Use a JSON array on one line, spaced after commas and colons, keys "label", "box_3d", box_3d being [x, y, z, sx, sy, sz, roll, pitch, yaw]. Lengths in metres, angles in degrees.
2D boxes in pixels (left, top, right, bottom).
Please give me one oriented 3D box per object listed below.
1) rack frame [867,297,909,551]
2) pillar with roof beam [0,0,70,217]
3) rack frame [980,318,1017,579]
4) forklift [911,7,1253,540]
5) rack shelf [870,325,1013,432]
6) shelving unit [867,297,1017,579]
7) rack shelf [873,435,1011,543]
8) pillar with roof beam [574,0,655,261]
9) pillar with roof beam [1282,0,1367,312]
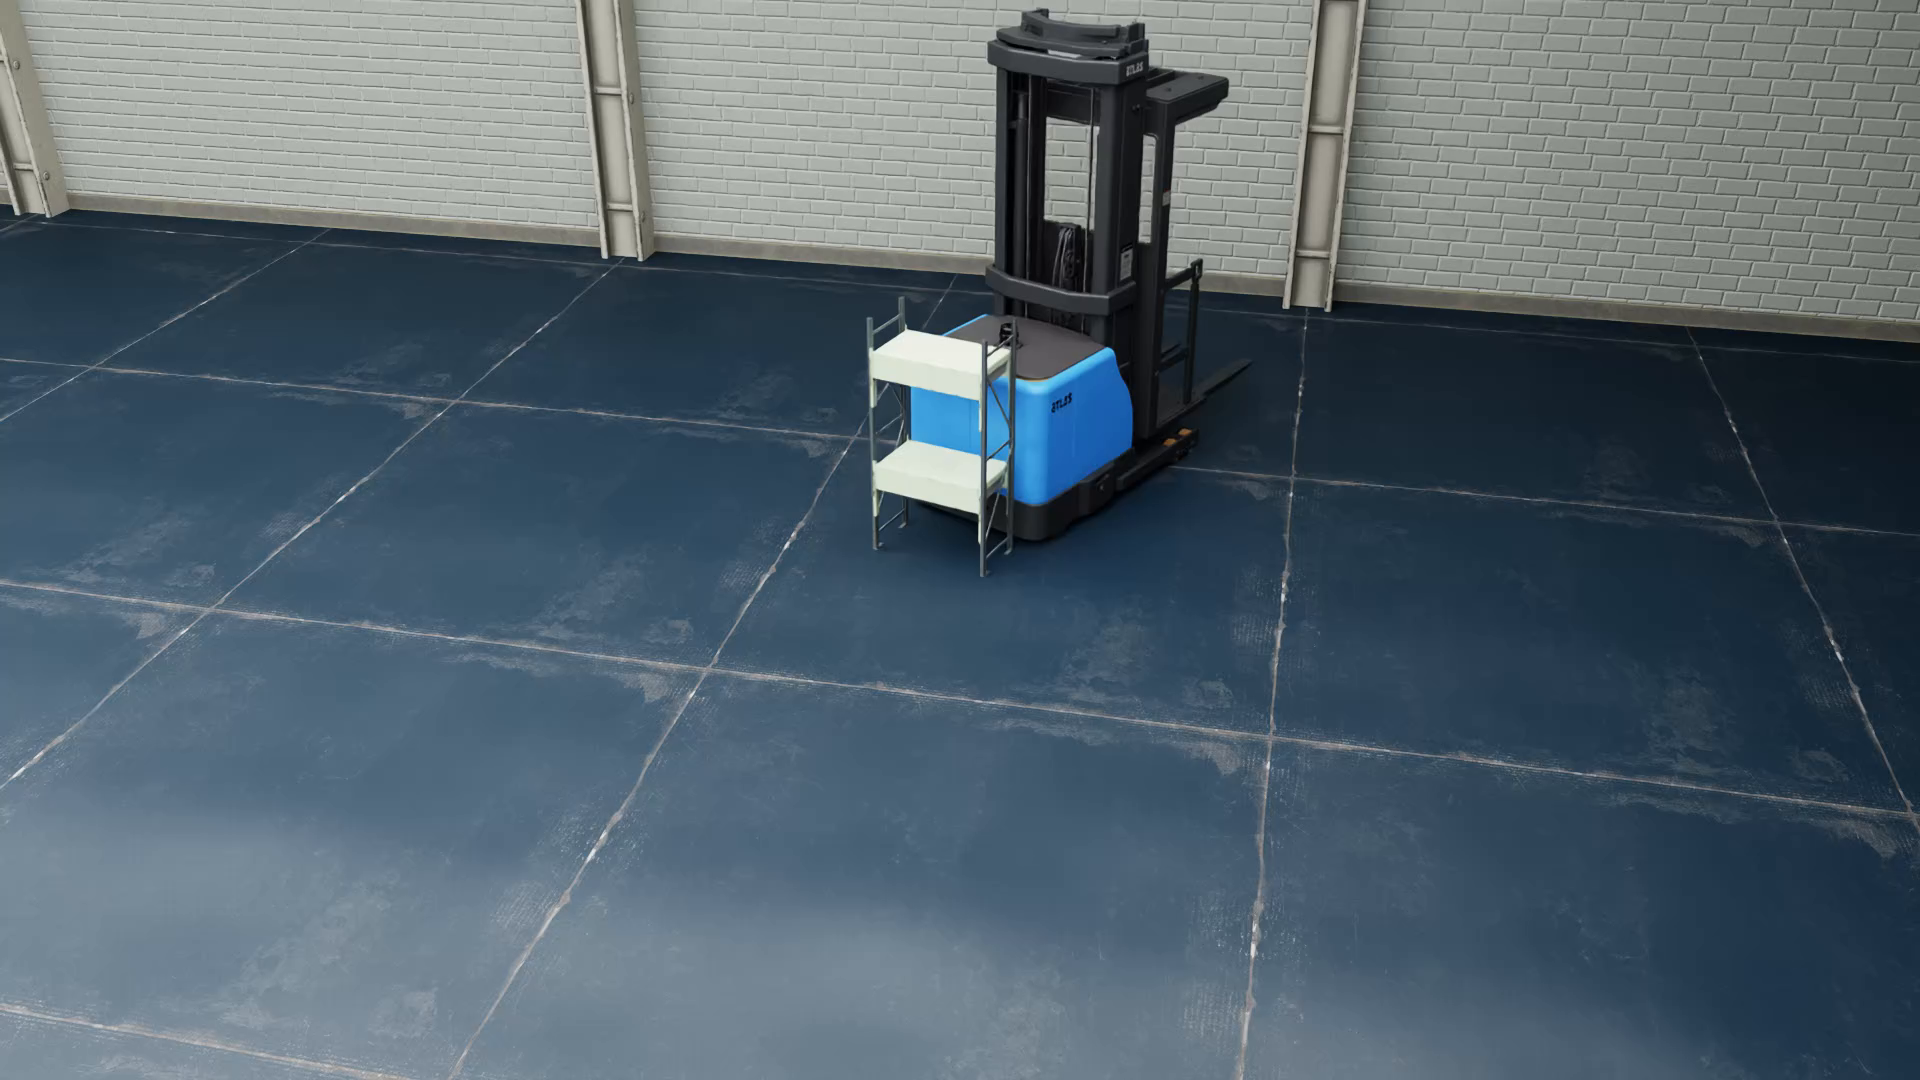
[{"label": "rack frame", "box_3d": [-0.426, -0.680, 9.930, 0.023, 1.500, 0.400, 14, 32, 24]}, {"label": "pillar with roof beam", "box_3d": [-9.741, -5.098, 10.191, 0.400, 9.000, 9.100, 6, 29, 11]}, {"label": "rack frame", "box_3d": [0.221, -0.515, 9.630, 0.023, 1.500, 0.400, 14, 32, 24]}, {"label": "forklift", "box_3d": [0.970, -1.930, 10.723, 1.130, 2.935, 3.031, 20, 34, 32]}, {"label": "rack shelf", "box_3d": [-0.102, -0.940, 9.592, 0.720, 0.370, 0.431, 14, 32, 24]}, {"label": "shelving unit", "box_3d": [-0.102, -0.598, 9.780, 0.755, 1.500, 0.431, 14, 32, 24]}, {"label": "rack shelf", "box_3d": [-0.102, -0.312, 9.936, 0.720, 0.370, 0.431, 14, 32, 24]}, {"label": "pillar with roof beam", "box_3d": [-3.873, -4.496, 9.092, 0.400, 9.000, 9.100, 6, 29, 11]}, {"label": "pillar with roof beam", "box_3d": [1.994, -3.895, 7.993, 0.400, 9.000, 9.100, 6, 29, 11]}]
